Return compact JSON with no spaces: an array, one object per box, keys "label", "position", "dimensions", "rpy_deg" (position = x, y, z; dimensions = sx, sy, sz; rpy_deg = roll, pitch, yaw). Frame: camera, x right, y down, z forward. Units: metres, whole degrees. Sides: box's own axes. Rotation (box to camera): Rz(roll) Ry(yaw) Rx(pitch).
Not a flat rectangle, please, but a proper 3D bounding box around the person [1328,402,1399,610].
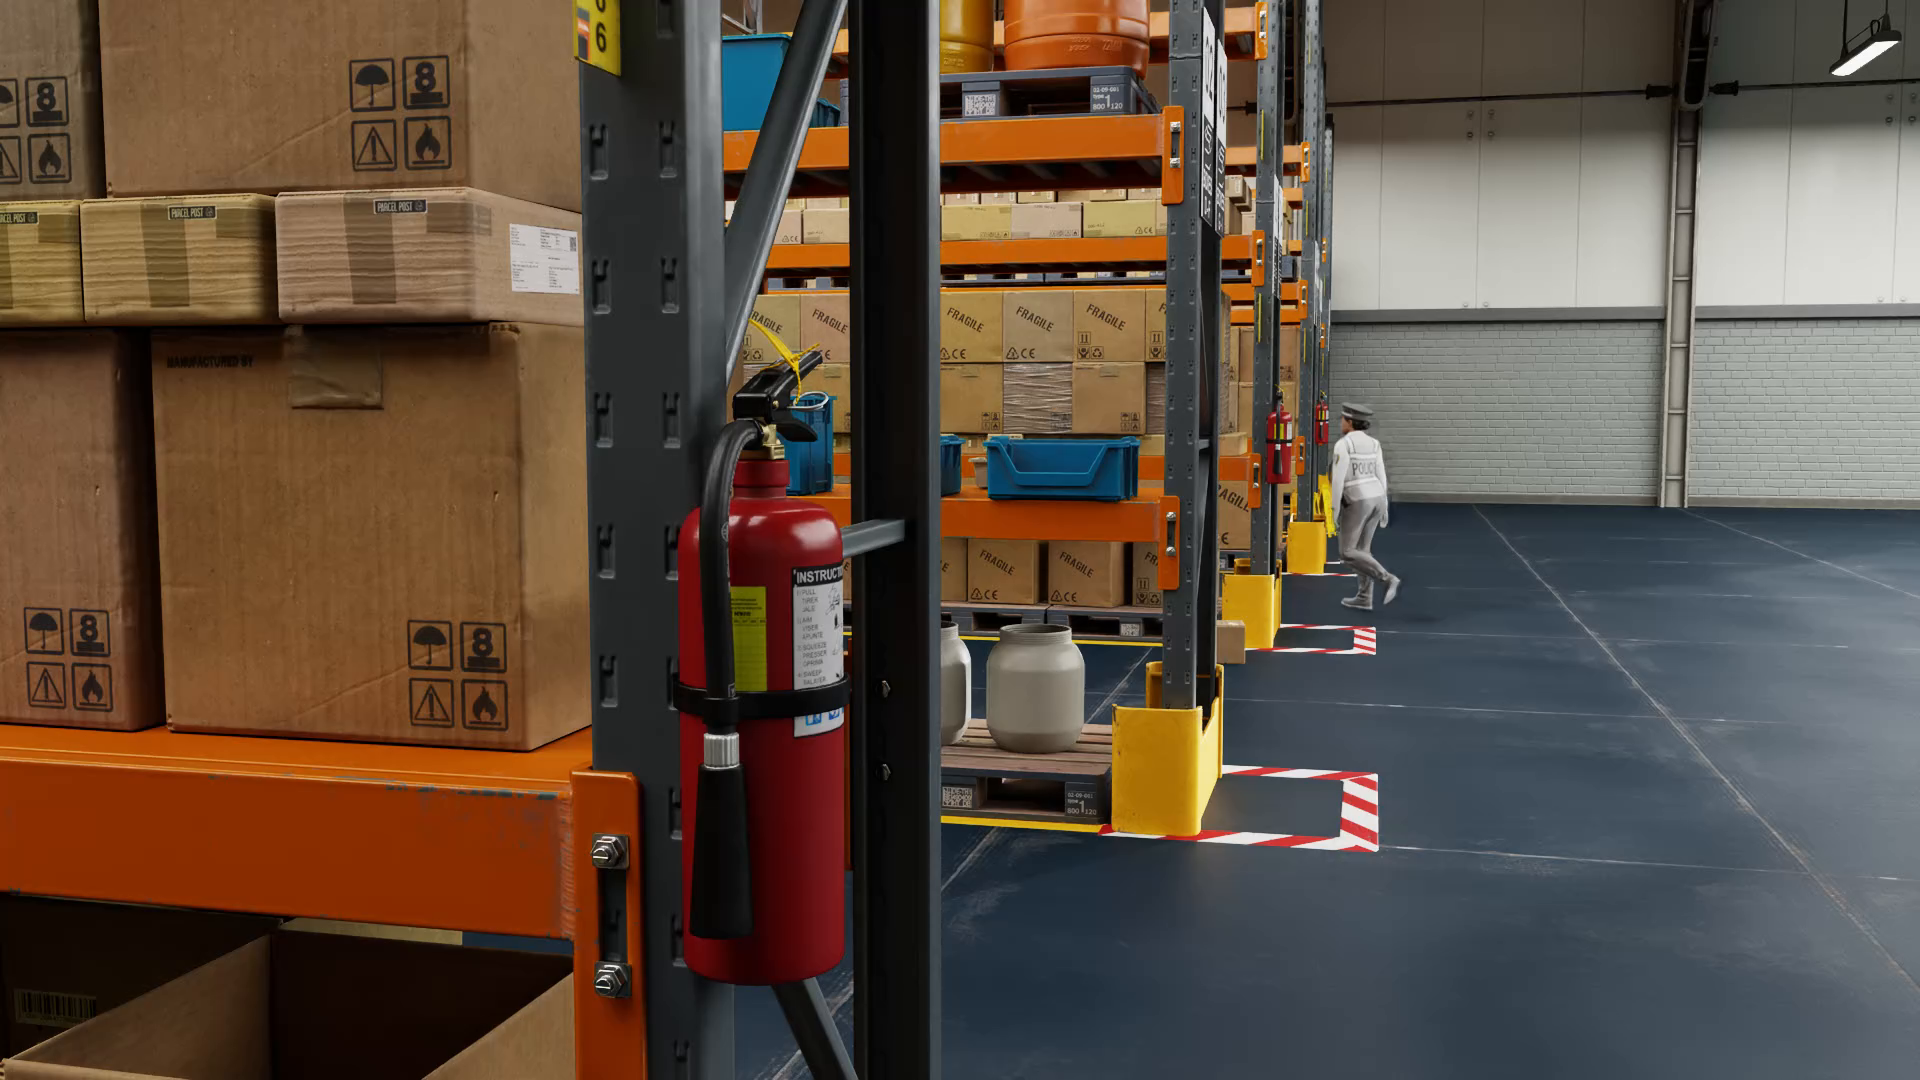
[{"label":"person","position":[3.202,-0.262,13.103],"dimensions":[0.530,1.654,0.602],"rpy_deg":[-3,6,-34]}]
